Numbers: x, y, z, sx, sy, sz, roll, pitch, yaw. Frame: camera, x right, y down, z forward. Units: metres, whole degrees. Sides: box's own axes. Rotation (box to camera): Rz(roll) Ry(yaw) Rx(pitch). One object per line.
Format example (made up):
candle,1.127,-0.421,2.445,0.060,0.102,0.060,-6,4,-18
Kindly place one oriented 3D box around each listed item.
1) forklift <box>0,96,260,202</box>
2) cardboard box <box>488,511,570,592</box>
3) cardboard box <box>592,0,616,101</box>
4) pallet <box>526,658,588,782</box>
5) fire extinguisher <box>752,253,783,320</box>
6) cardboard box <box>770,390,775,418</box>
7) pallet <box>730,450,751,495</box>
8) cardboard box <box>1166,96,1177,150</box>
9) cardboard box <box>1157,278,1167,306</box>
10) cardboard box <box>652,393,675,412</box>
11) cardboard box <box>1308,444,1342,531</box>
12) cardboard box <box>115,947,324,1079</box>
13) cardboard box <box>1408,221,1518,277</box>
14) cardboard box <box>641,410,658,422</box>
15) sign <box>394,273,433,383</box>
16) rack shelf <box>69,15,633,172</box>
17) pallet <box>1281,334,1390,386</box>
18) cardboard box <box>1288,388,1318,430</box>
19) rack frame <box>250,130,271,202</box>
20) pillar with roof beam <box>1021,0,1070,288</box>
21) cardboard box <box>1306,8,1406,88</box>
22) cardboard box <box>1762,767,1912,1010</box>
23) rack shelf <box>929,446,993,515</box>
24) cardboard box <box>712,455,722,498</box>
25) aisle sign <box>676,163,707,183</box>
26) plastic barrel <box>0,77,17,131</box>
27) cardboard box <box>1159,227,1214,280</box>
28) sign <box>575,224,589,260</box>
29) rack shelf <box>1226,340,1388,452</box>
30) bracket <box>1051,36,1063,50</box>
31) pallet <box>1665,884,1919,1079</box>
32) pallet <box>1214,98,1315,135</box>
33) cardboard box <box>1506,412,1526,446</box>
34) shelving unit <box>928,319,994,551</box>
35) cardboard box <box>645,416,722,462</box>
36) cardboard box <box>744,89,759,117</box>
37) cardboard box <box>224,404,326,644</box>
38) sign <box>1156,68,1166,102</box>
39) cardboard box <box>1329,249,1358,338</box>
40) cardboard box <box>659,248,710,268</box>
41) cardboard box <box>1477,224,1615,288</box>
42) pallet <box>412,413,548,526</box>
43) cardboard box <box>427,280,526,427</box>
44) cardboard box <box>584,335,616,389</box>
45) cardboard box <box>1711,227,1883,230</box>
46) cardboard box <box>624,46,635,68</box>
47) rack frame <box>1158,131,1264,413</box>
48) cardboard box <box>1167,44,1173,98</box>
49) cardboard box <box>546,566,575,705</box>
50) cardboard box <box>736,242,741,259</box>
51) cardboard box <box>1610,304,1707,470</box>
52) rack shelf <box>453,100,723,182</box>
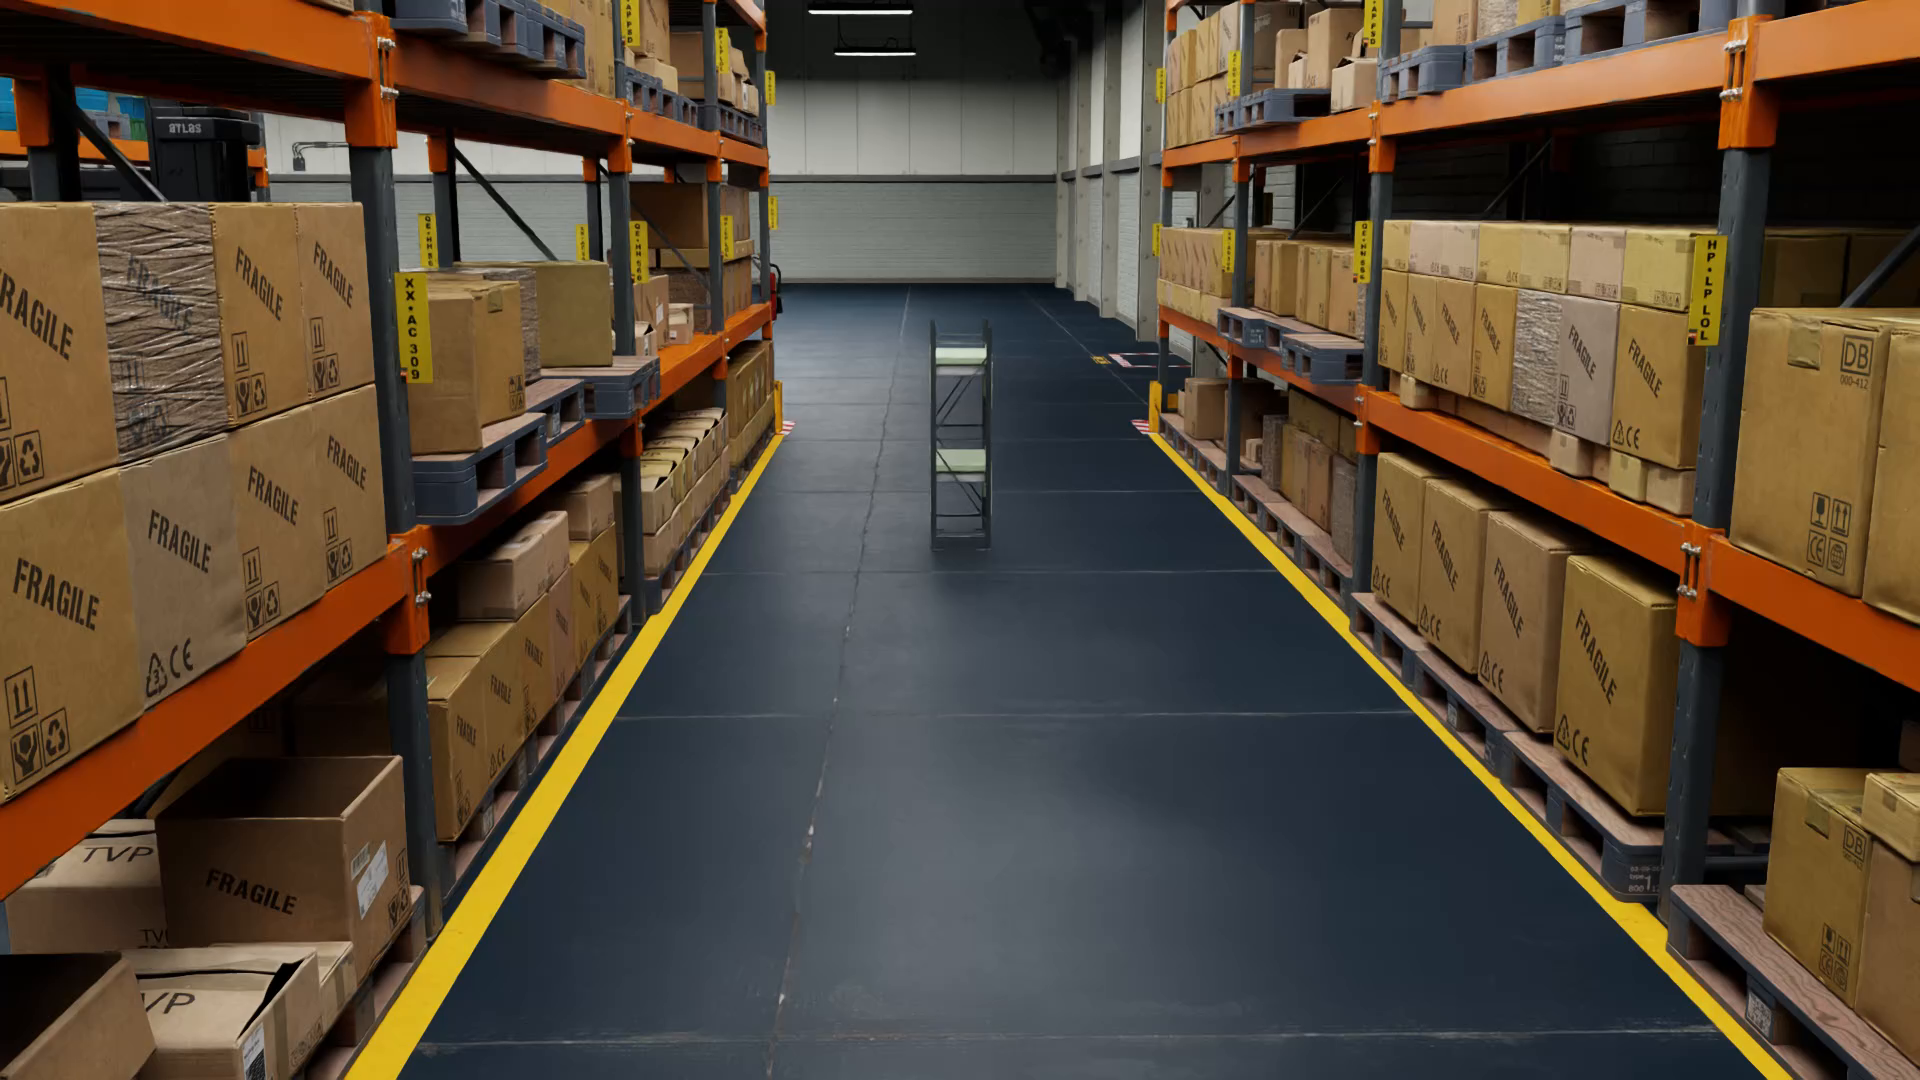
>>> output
forklift,-5.200,-1.259,10.391,3.031,2.935,1.130,-2,12,-10
cardboard box,-1.966,0.045,7.087,0.500,0.250,0.500,0,11,-2
cardboard box,-2.208,-2.429,8.191,0.910,0.500,0.500,0,11,-1
pallet,-2.251,0.761,7.278,1.003,0.211,1.213,0,11,-1
fire extinguisher,-1.954,-2.574,16.897,0.296,0.674,0.183,0,11,-1
cardboard box,-2.109,-1.339,16.476,0.500,0.250,0.500,0,11,-1
pallet,-2.308,-0.583,13.902,1.003,0.211,1.213,0,11,-1
cardboard box,2.294,-4.069,16.225,0.500,0.500,0.500,0,11,0
cardboard box,2.229,-2.446,16.397,0.500,0.250,0.500,-1,11,-3
cardboard box,-2.560,-1.208,13.942,0.500,0.500,0.500,0,11,-1
cardboard box,2.702,-0.352,10.932,0.700,0.500,0.500,0,11,-1
cardboard box,-1.857,1.162,3.942,0.500,0.311,0.500,0,11,-1
cardboard box,2.466,-1.391,7.937,0.500,0.250,0.500,0,11,-2
cardboard box,-2.574,-0.841,12.611,0.500,0.311,0.500,0,11,-1
sign,-1.626,-0.629,4.939,0.100,0.325,0.005,0,11,-1
rack shelf,-2.209,-1.716,6.739,1.077,0.370,4.000,0,11,-1
pallet,2.581,-1.065,9.745,1.213,0.211,1.003,0,11,-1
cardboard box,2.664,-0.937,11.927,0.500,0.250,0.500,0,11,-2
rack frame,-7.368,-2.567,16.668,1.000,3.000,0.127,0,11,-1
pillar with roof beam,-1.508,-11.358,44.911,9.100,9.000,0.548,0,11,-1
cardboard box,2.576,-3.183,10.853,0.500,0.500,0.500,-1,11,-3
cardboard box,2.698,0.946,4.582,0.700,0.500,0.500,0,11,0
rack shelf,0.000,-0.417,11.481,0.431,0.370,0.720,0,11,-1
cardboard box,-2.026,-0.468,12.180,0.500,0.250,0.500,0,11,-2
aisle sign,-2.723,-3.872,16.564,0.394,0.787,0.004,0,11,-1
plastic barrel,-7.058,-3.387,11.906,0.600,0.901,0.708,0,11,-1
cardboard box,2.246,-2.815,16.333,0.500,0.500,0.500,0,11,-1
sign,-2.888,-2.252,12.738,0.100,0.325,0.005,0,11,-1
rack shelf,2.661,-1.062,11.061,1.077,0.370,4.000,0,11,-1
bracket,2.503,-12.544,41.702,0.076,0.066,4.783,0,11,-1
pallet,2.722,1.296,4.641,1.003,0.211,1.213,0,11,-1
pallet,2.526,-3.067,12.062,1.213,0.211,1.003,0,11,-1
cardboard box,2.518,-0.481,6.965,0.380,0.149,0.250,0,11,1
shelving unit,0.000,-0.736,11.417,0.431,1.500,0.755,0,11,-1
cardboard box,-2.021,-0.742,12.120,0.500,0.311,0.500,0,11,0
cardboard box,-2.128,-4.030,15.302,0.500,0.250,0.500,0,11,-1
cardboard box,-1.889,-0.049,4.007,0.500,0.500,0.500,0,11,0
sign,1.994,-4.504,16.472,0.100,0.325,0.005,0,11,-1
cardboard box,2.644,-1.486,9.983,0.700,0.500,0.500,-1,12,-7
cardboard box,-2.145,-2.213,13.038,0.380,0.149,0.250,0,11,-1
cardboard box,2.497,-1.191,6.947,0.500,0.250,0.500,0,11,-2
pallet,-2.075,-0.266,5.811,1.003,0.211,1.213,0,11,-1
cardboard box,-2.032,-0.687,6.096,0.700,0.500,0.500,2,12,8
cardboard box,-2.214,-1.025,9.292,0.500,0.311,0.500,0,11,2
cardboard box,3.018,-0.991,5.963,0.500,0.250,0.500,0,11,0
cardboard box,-2.355,-3.013,10.645,0.500,0.250,0.500,-1,12,-6
rack frame,2.537,-2.608,16.868,1.000,3.000,0.127,0,11,-1
cardboard box,2.302,-4.549,16.076,0.500,0.500,0.500,-1,12,-5
cardboard box,-1.969,0.405,7.198,0.500,0.500,0.500,-1,11,-3
cardboard box,-2.189,-2.621,15.051,0.380,0.149,0.250,0,11,0
cardboard box,2.523,-0.518,5.516,0.500,0.500,0.500,0,11,-2
rack shelf,-2.292,-2.511,10.659,1.077,0.370,4.000,0,11,-1
